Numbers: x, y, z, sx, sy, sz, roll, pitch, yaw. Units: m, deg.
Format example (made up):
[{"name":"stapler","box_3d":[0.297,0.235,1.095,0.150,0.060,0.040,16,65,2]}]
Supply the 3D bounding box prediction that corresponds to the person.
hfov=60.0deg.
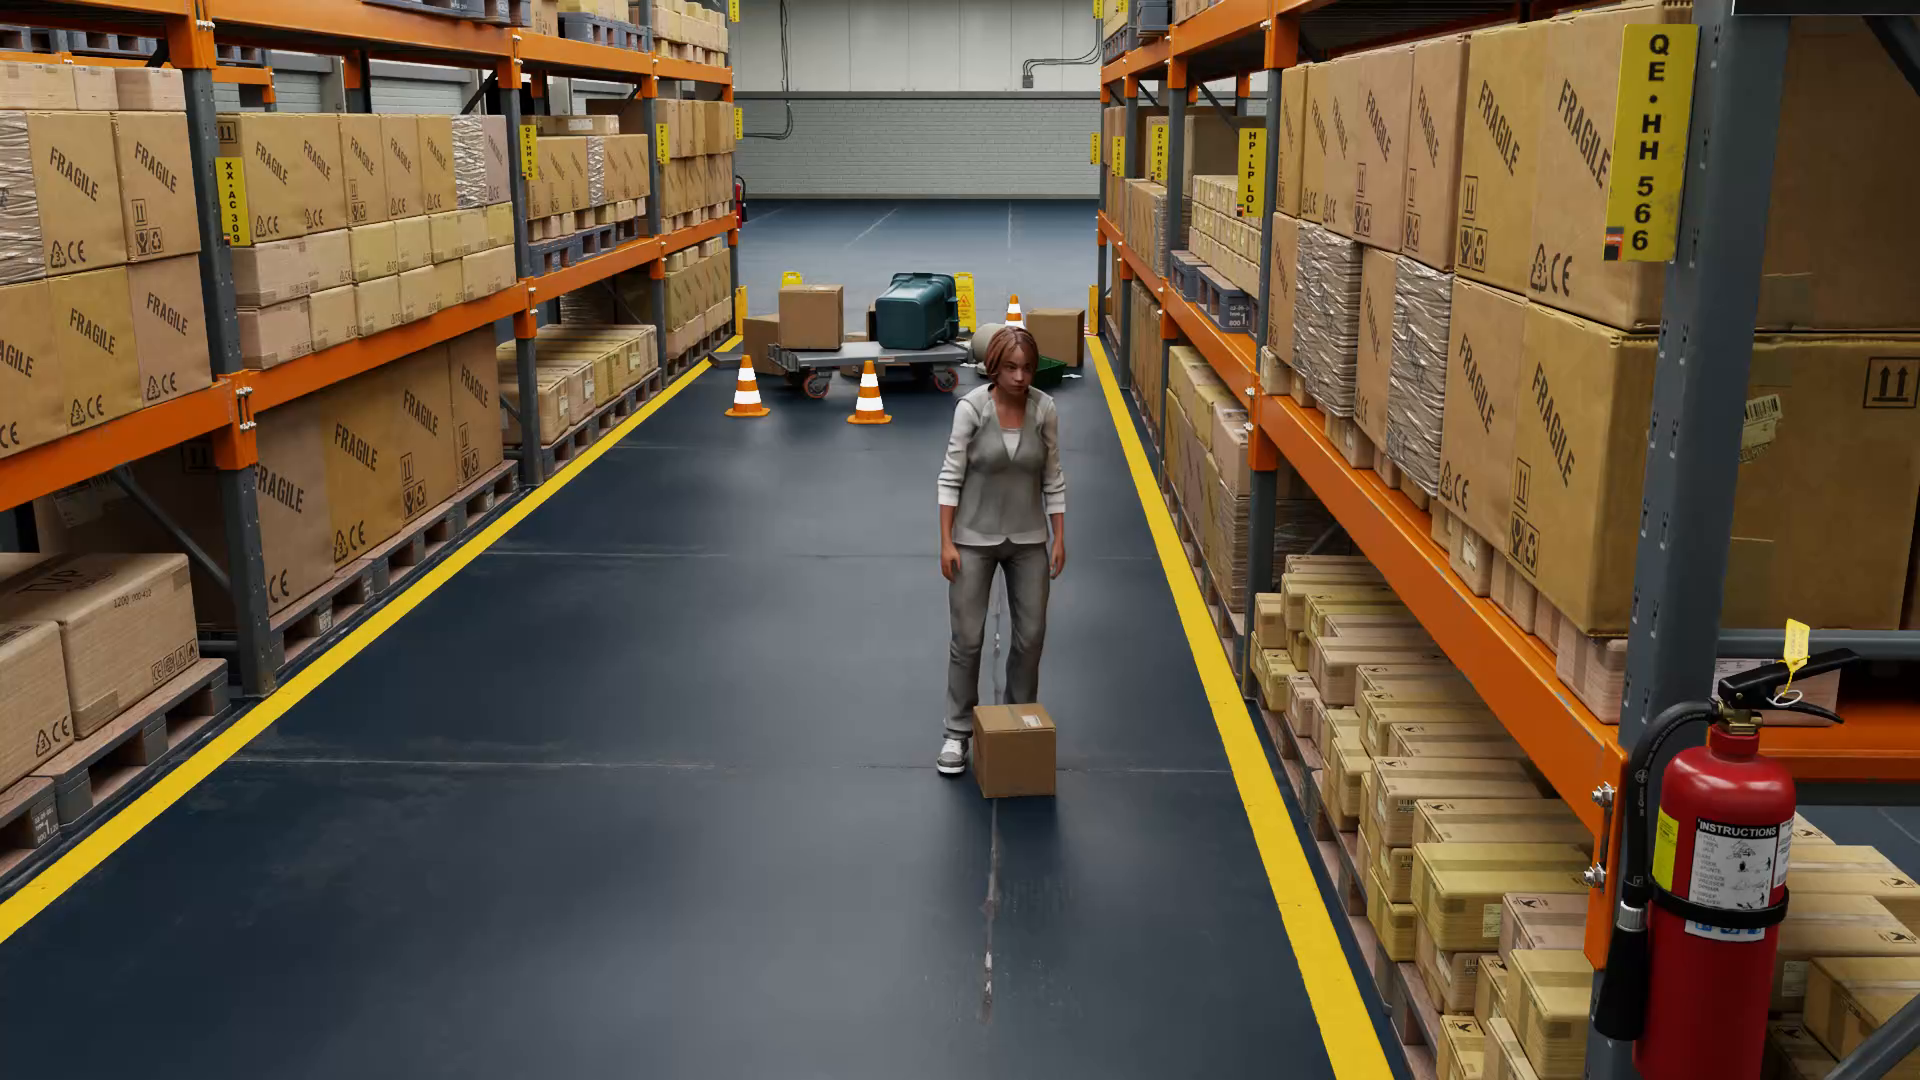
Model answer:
[{"name":"person","box_3d":[0.143,0.031,5.905,0.485,1.592,0.347,-3,14,-10]}]
